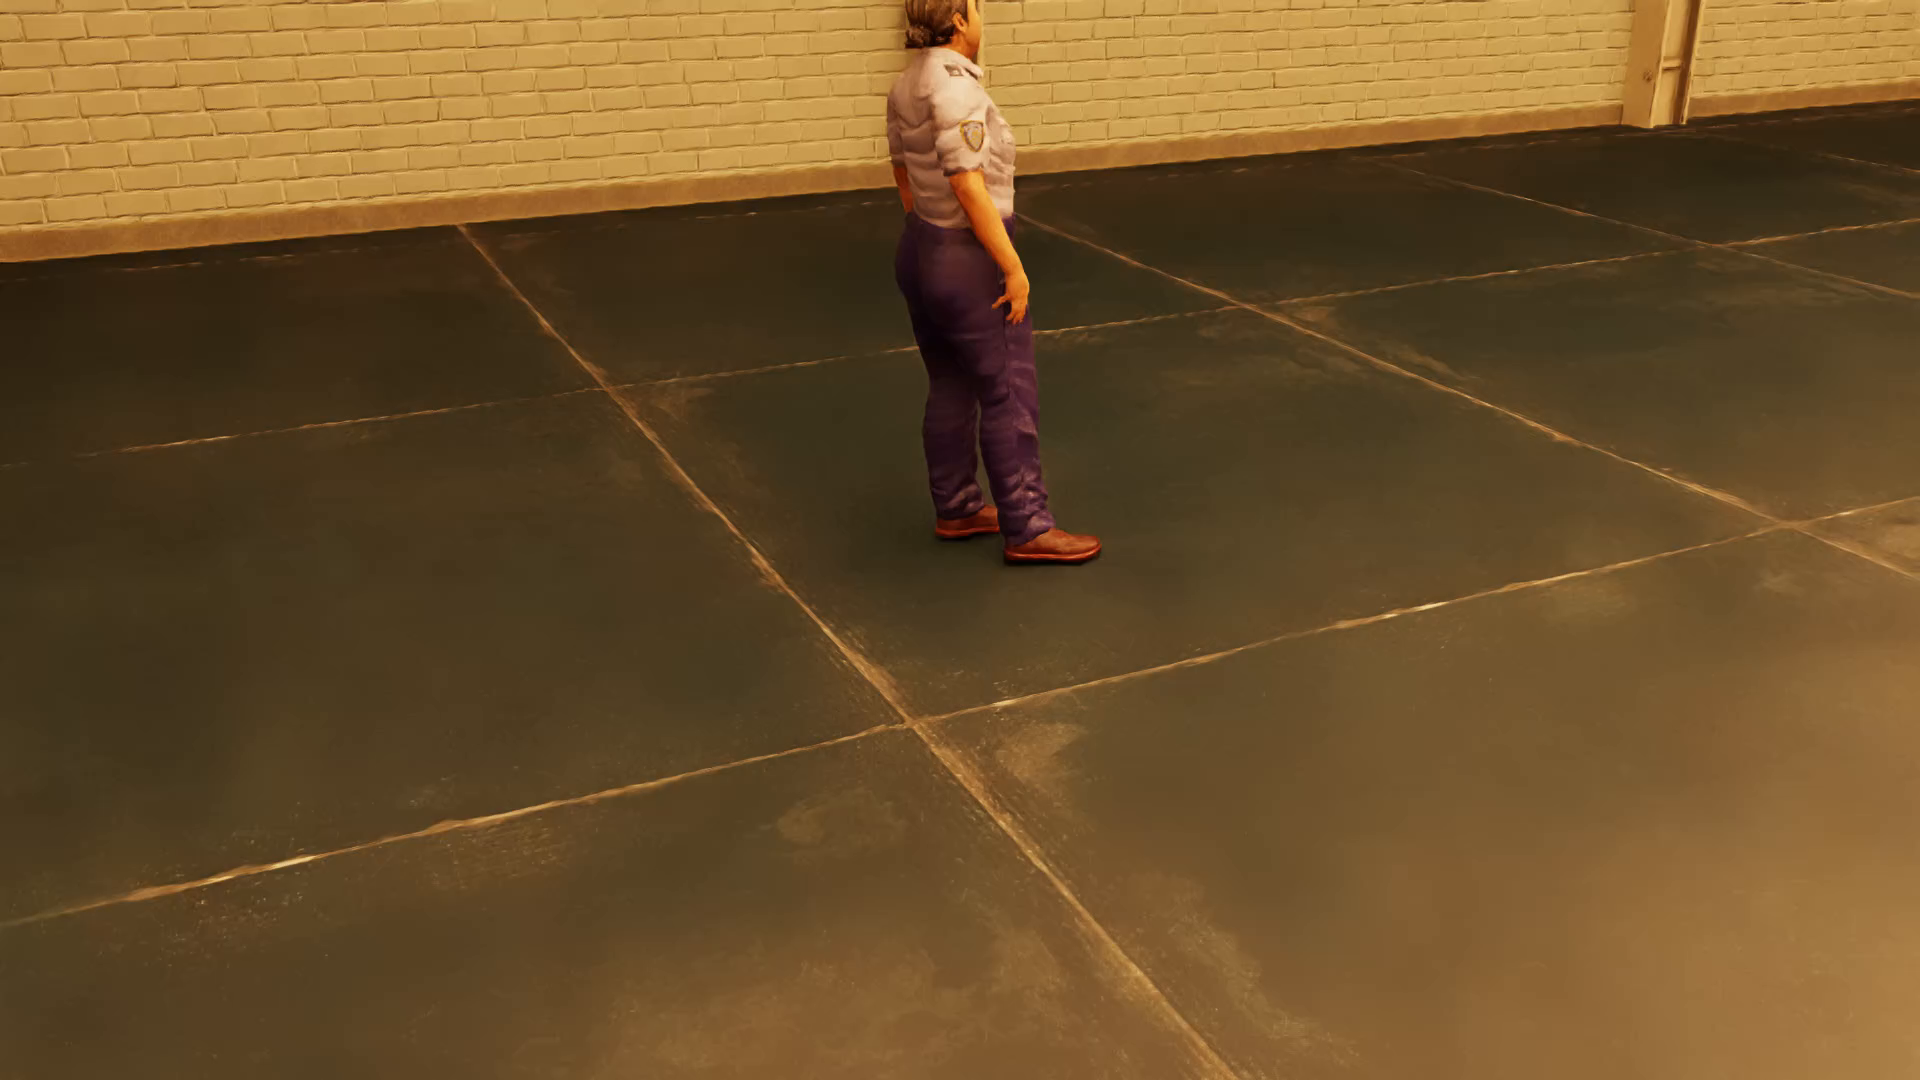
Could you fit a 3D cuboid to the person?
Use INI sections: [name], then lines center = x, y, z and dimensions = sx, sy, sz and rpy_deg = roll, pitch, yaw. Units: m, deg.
[person]
center = 0.091, -0.769, 4.807
dimensions = 0.502, 1.637, 0.599
rpy_deg = -10, 25, -23
